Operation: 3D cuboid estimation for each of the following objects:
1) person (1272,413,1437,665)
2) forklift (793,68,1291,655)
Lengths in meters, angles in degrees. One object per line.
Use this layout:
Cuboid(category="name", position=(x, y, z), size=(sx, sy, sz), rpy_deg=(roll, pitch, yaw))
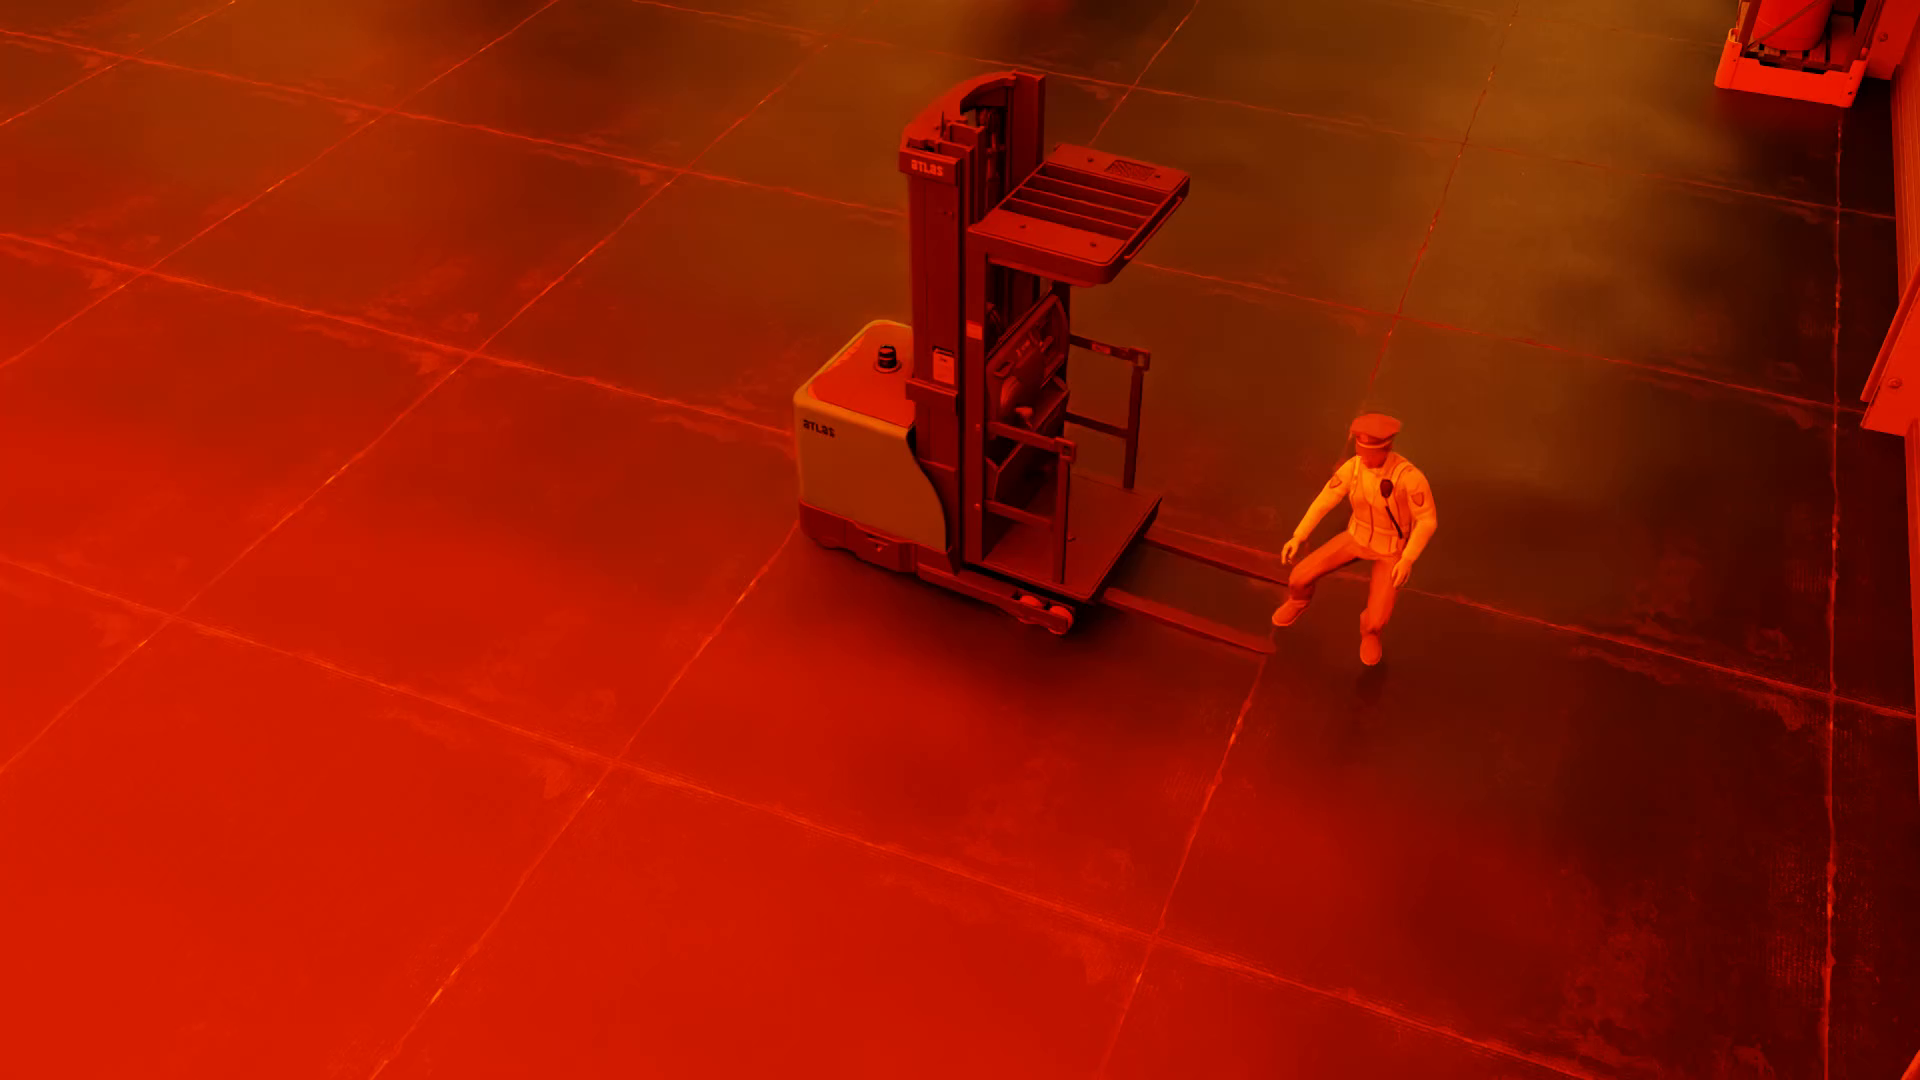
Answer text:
Cuboid(category="person", position=(2.132, 0.032, 8.954), size=(0.713, 1.469, 0.620), rpy_deg=(29, 48, 30))
Cuboid(category="forklift", position=(0.557, -0.968, 9.162), size=(3.031, 2.935, 1.130), rpy_deg=(19, 43, 21))
